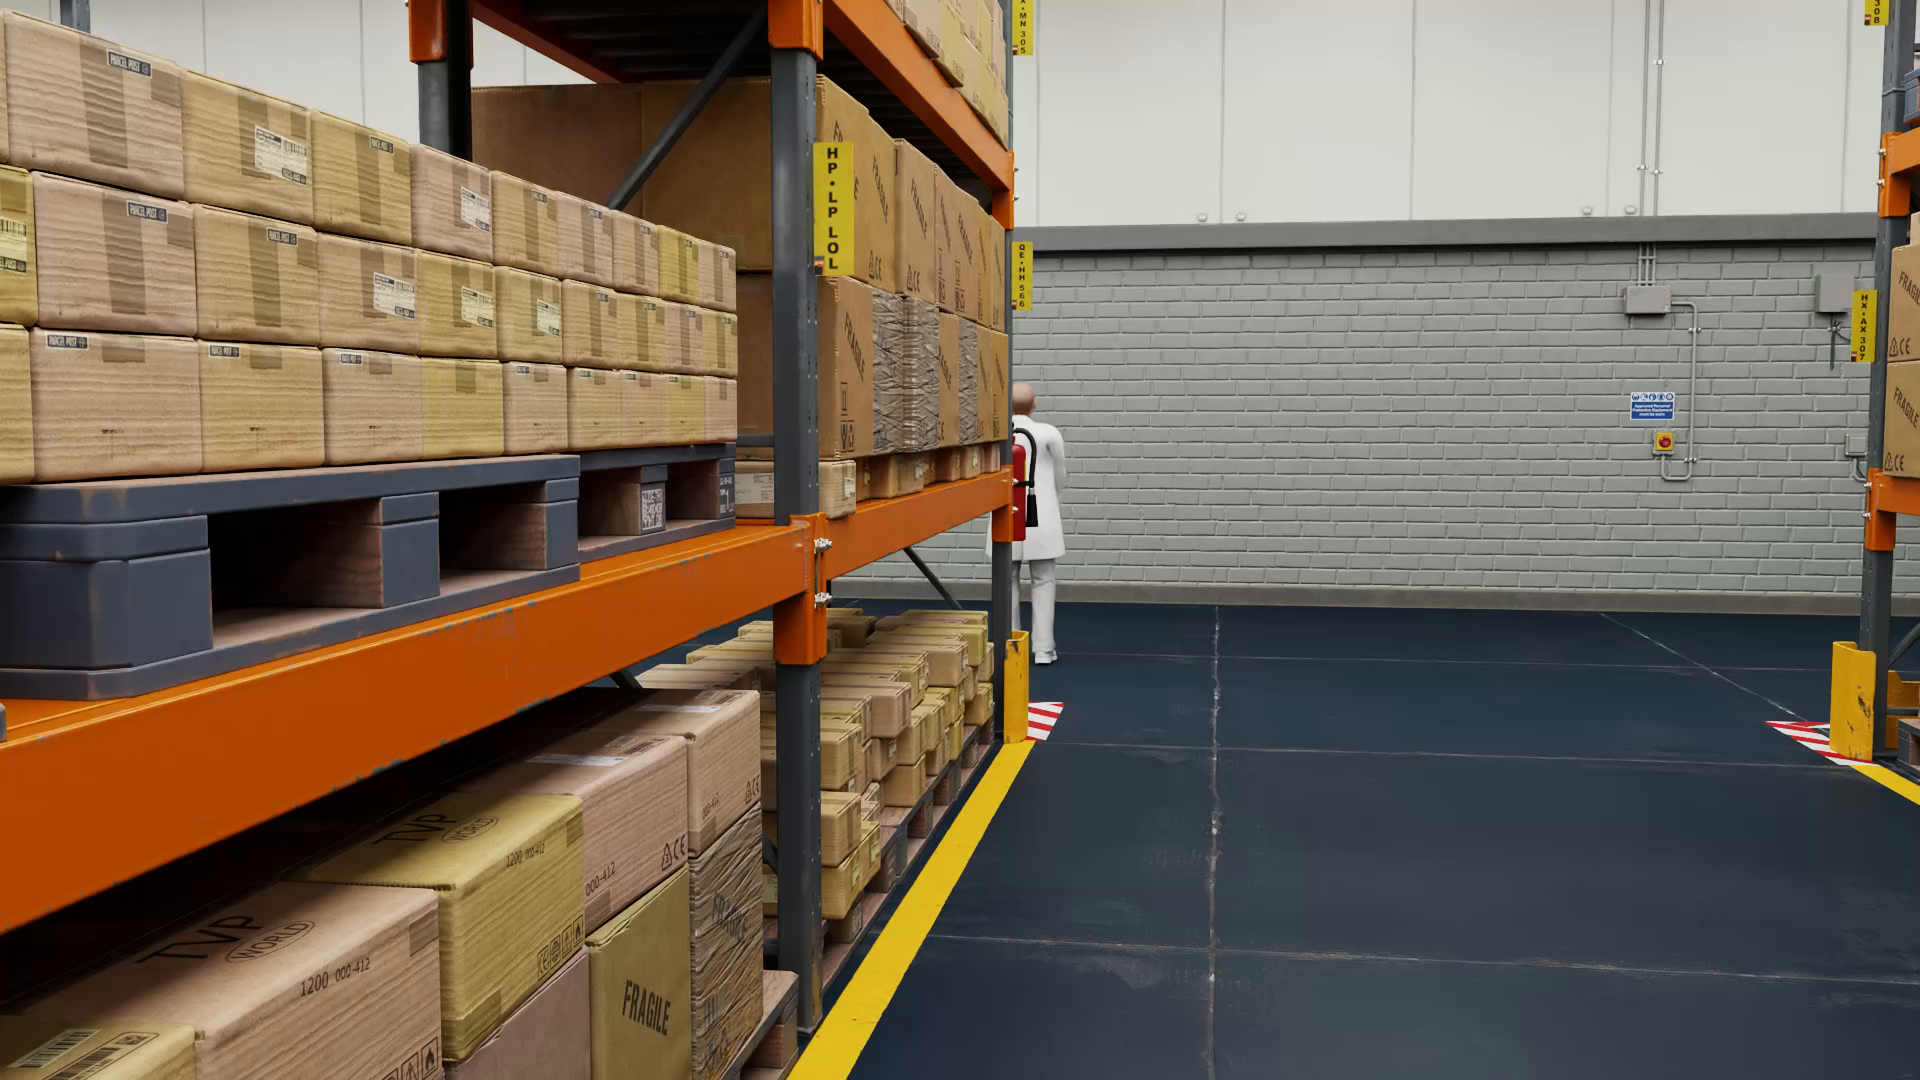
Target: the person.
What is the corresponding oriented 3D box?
[{"bbox_3d":[0.419,-0.115,10.621,0.527,1.776,0.545,1,4,9],"label":"person"}]
